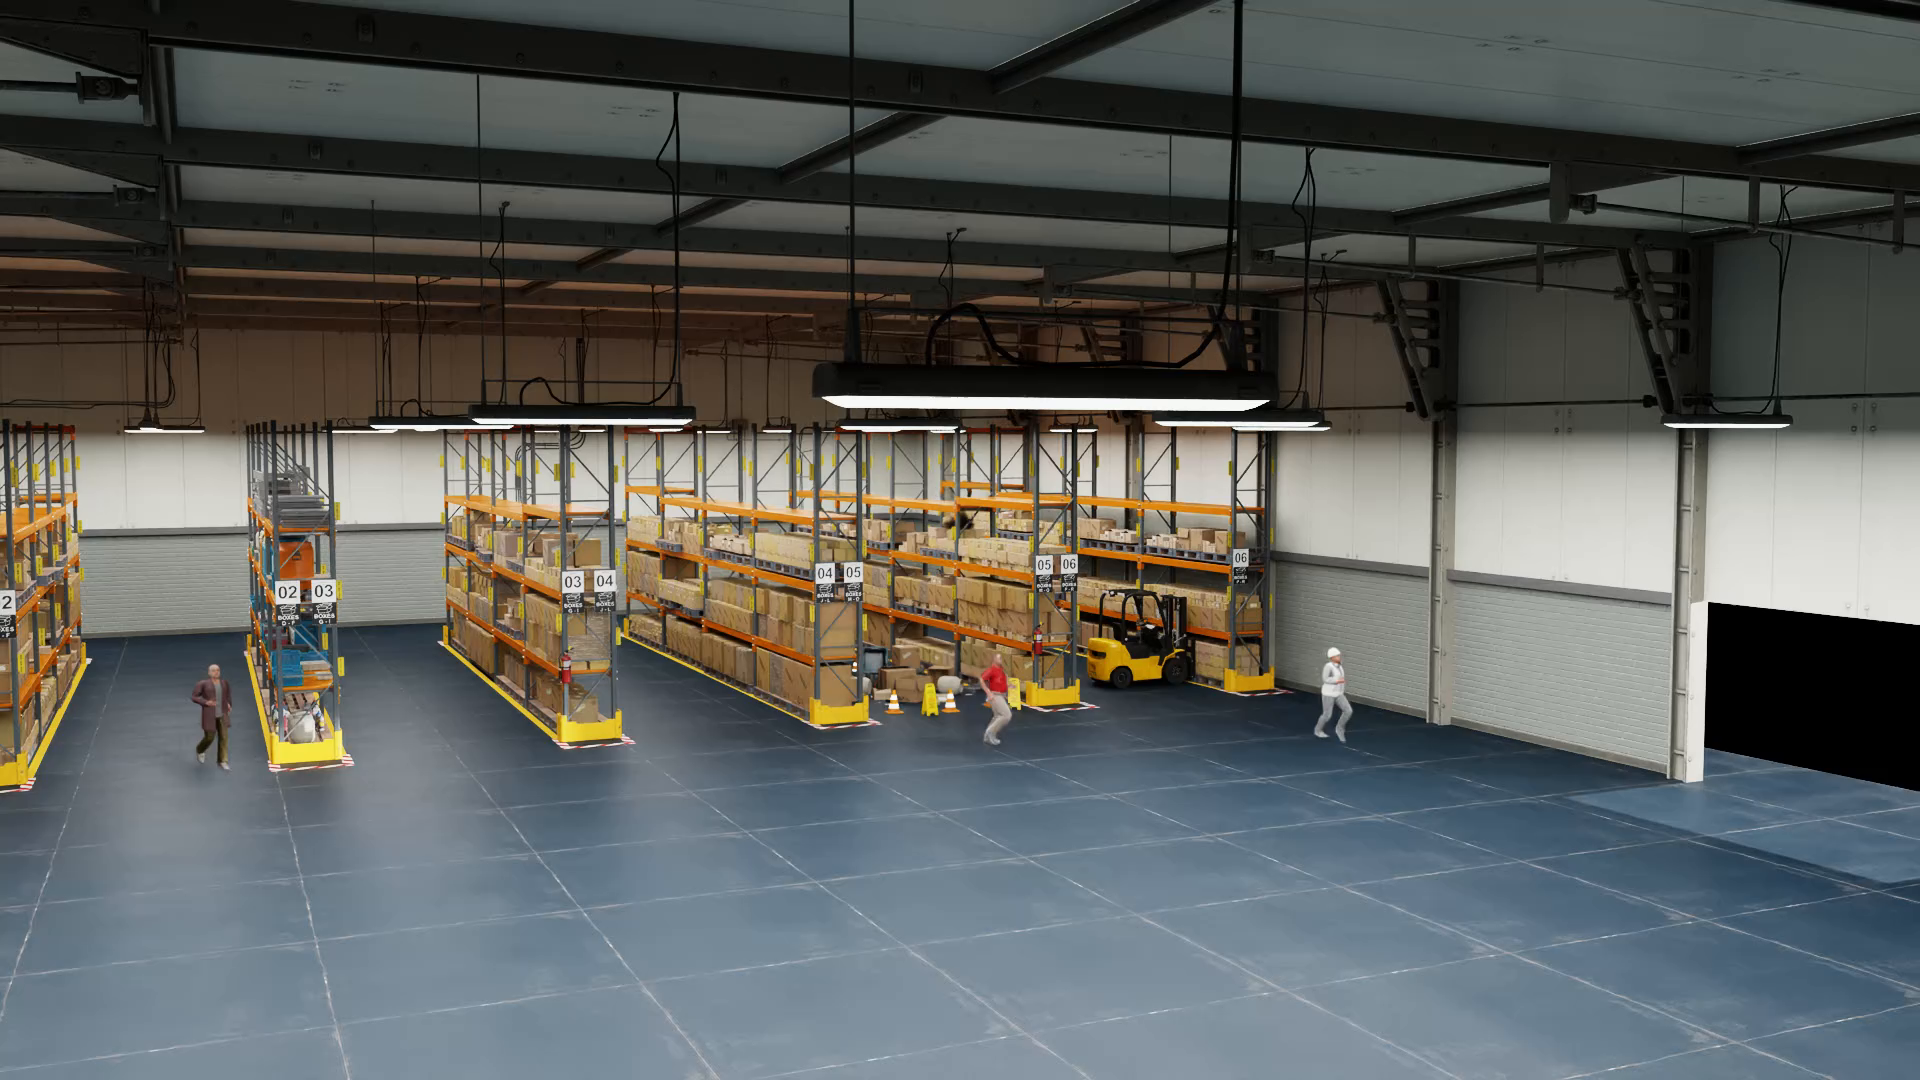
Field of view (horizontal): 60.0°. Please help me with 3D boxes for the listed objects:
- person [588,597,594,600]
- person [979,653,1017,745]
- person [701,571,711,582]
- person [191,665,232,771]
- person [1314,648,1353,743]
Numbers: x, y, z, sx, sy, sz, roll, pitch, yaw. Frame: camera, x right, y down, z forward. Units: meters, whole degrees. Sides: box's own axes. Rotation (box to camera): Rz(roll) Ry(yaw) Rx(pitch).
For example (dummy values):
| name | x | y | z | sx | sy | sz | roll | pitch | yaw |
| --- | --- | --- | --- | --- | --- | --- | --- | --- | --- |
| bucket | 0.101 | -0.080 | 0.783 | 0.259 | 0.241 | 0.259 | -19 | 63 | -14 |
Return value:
| name | x | y | z | sx | sy | sz | roll | pitch | yaw |
| --- | --- | --- | --- | --- | --- | --- | --- | --- | --- |
| person | -10.797 | 1.951 | 47.594 | 0.659 | 1.638 | 0.504 | 2 | 4 | 25 |
| person | 0.734 | 2.942 | 30.794 | 0.650 | 1.690 | 0.646 | 1 | 4 | 17 |
| person | -7.665 | 1.763 | 49.766 | 0.721 | 1.719 | 0.625 | -1 | 4 | -22 |
| person | -12.868 | 3.049 | 28.684 | 0.925 | 1.805 | 0.727 | 3 | 5 | 44 |
| person | 6.959 | 2.905 | 31.120 | 0.640 | 1.795 | 0.777 | -3 | 5 | -40 |
